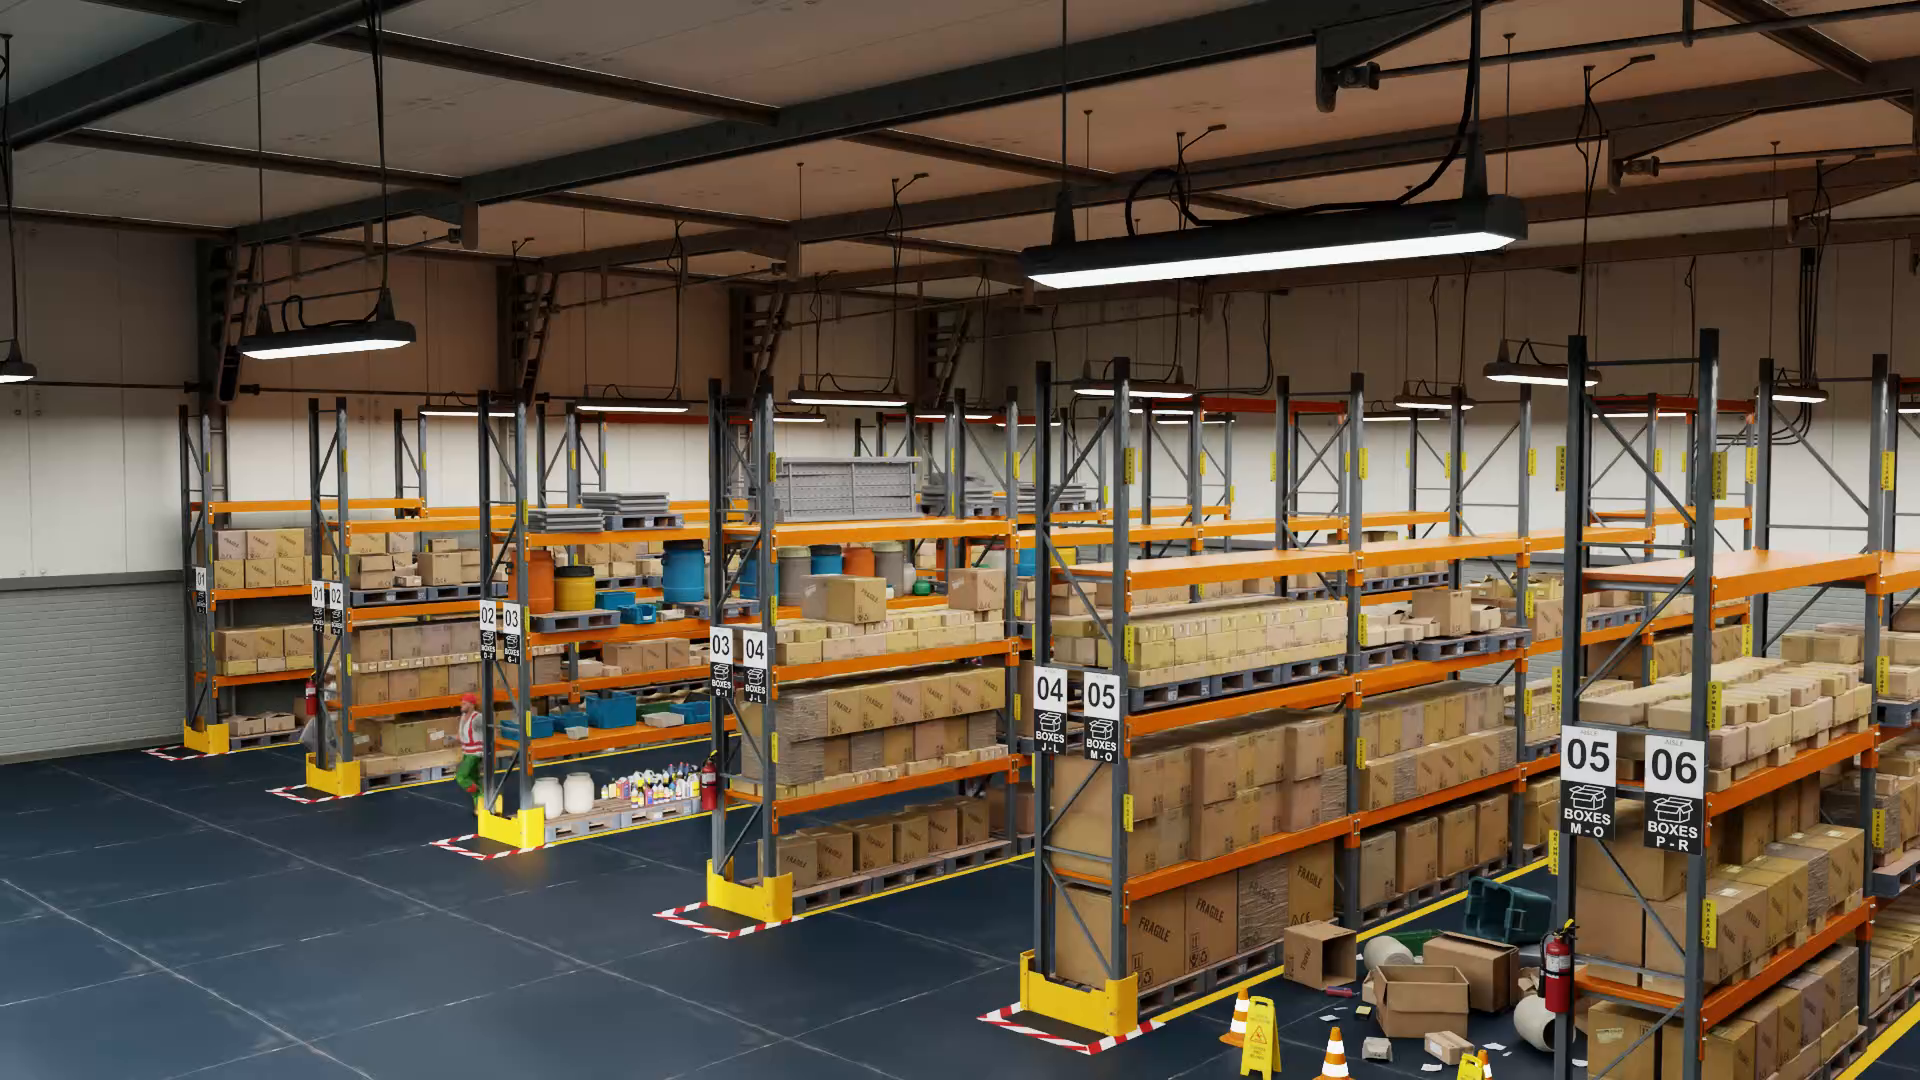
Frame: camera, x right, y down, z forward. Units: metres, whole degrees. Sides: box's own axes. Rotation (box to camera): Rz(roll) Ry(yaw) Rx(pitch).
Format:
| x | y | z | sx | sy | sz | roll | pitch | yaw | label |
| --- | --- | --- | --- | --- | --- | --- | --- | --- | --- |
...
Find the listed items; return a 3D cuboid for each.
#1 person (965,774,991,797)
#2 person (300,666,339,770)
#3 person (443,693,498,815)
| x | y | z | sx | sy | sz | roll | pitch | yaw | label |
| --- | --- | --- | --- | --- | --- | --- | --- | --- | --- |
| 0.237 | 3.027 | 24.699 | 0.548 | 1.671 | 0.670 | 2 | 3 | 29 | person |
| -10.241 | 2.880 | 26.774 | 0.700 | 1.729 | 0.591 | 2 | 3 | 29 | person |
| -6.932 | 3.039 | 23.574 | 0.702 | 1.735 | 0.677 | -3 | 4 | -43 | person |
